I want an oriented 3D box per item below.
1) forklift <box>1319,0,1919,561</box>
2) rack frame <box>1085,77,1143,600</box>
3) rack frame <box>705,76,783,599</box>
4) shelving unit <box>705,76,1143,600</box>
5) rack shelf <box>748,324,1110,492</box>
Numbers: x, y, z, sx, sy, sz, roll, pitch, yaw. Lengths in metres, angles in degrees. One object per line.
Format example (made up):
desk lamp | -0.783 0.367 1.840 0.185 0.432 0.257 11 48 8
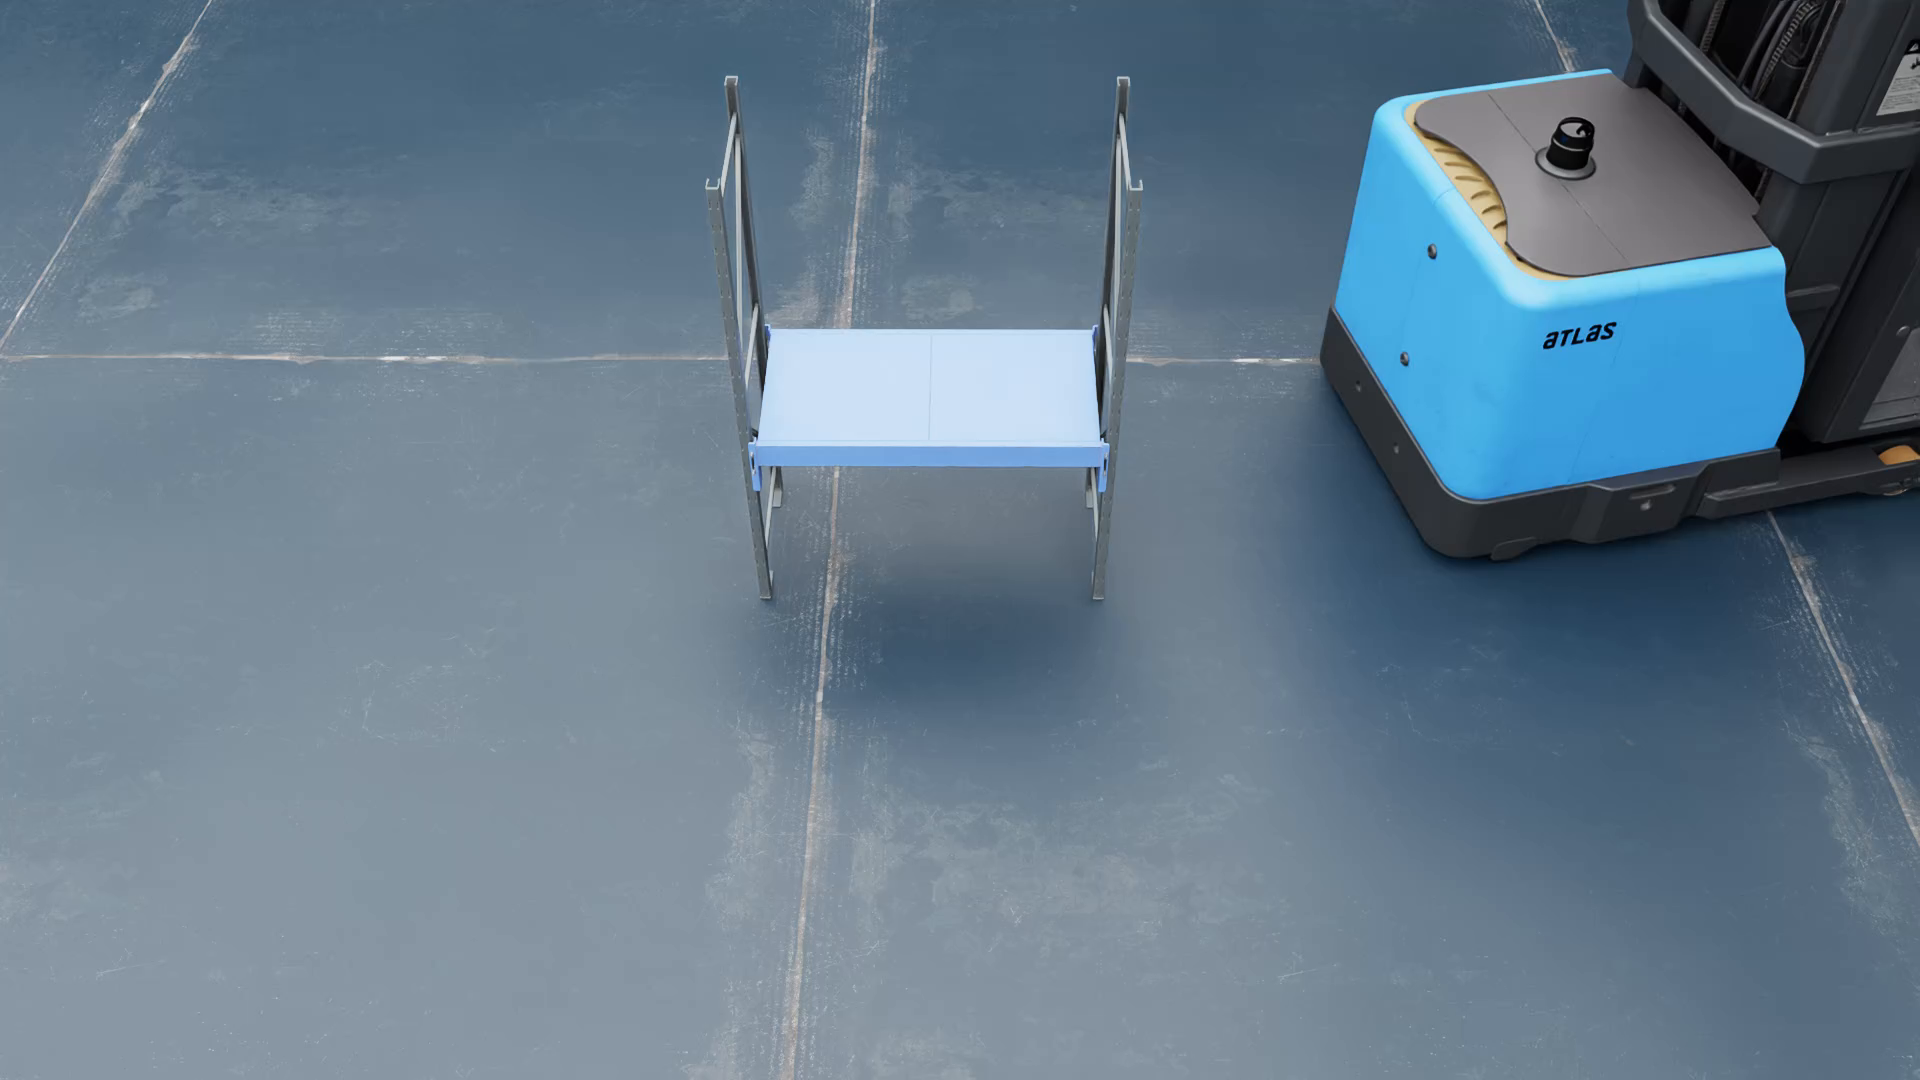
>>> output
forklift | 2.812 -1.510 4.653 3.031 2.935 1.130 -10 48 -9
rack frame | 0.423 -0.510 4.700 0.032 1.500 0.500 0 47 0
rack frame | -0.594 -0.513 4.703 0.032 1.500 0.500 0 47 0
shelving unit | -0.085 -0.511 4.701 1.048 1.500 0.538 0 47 0
rack shelf | -0.085 -0.389 4.833 1.000 0.185 0.538 0 47 0
